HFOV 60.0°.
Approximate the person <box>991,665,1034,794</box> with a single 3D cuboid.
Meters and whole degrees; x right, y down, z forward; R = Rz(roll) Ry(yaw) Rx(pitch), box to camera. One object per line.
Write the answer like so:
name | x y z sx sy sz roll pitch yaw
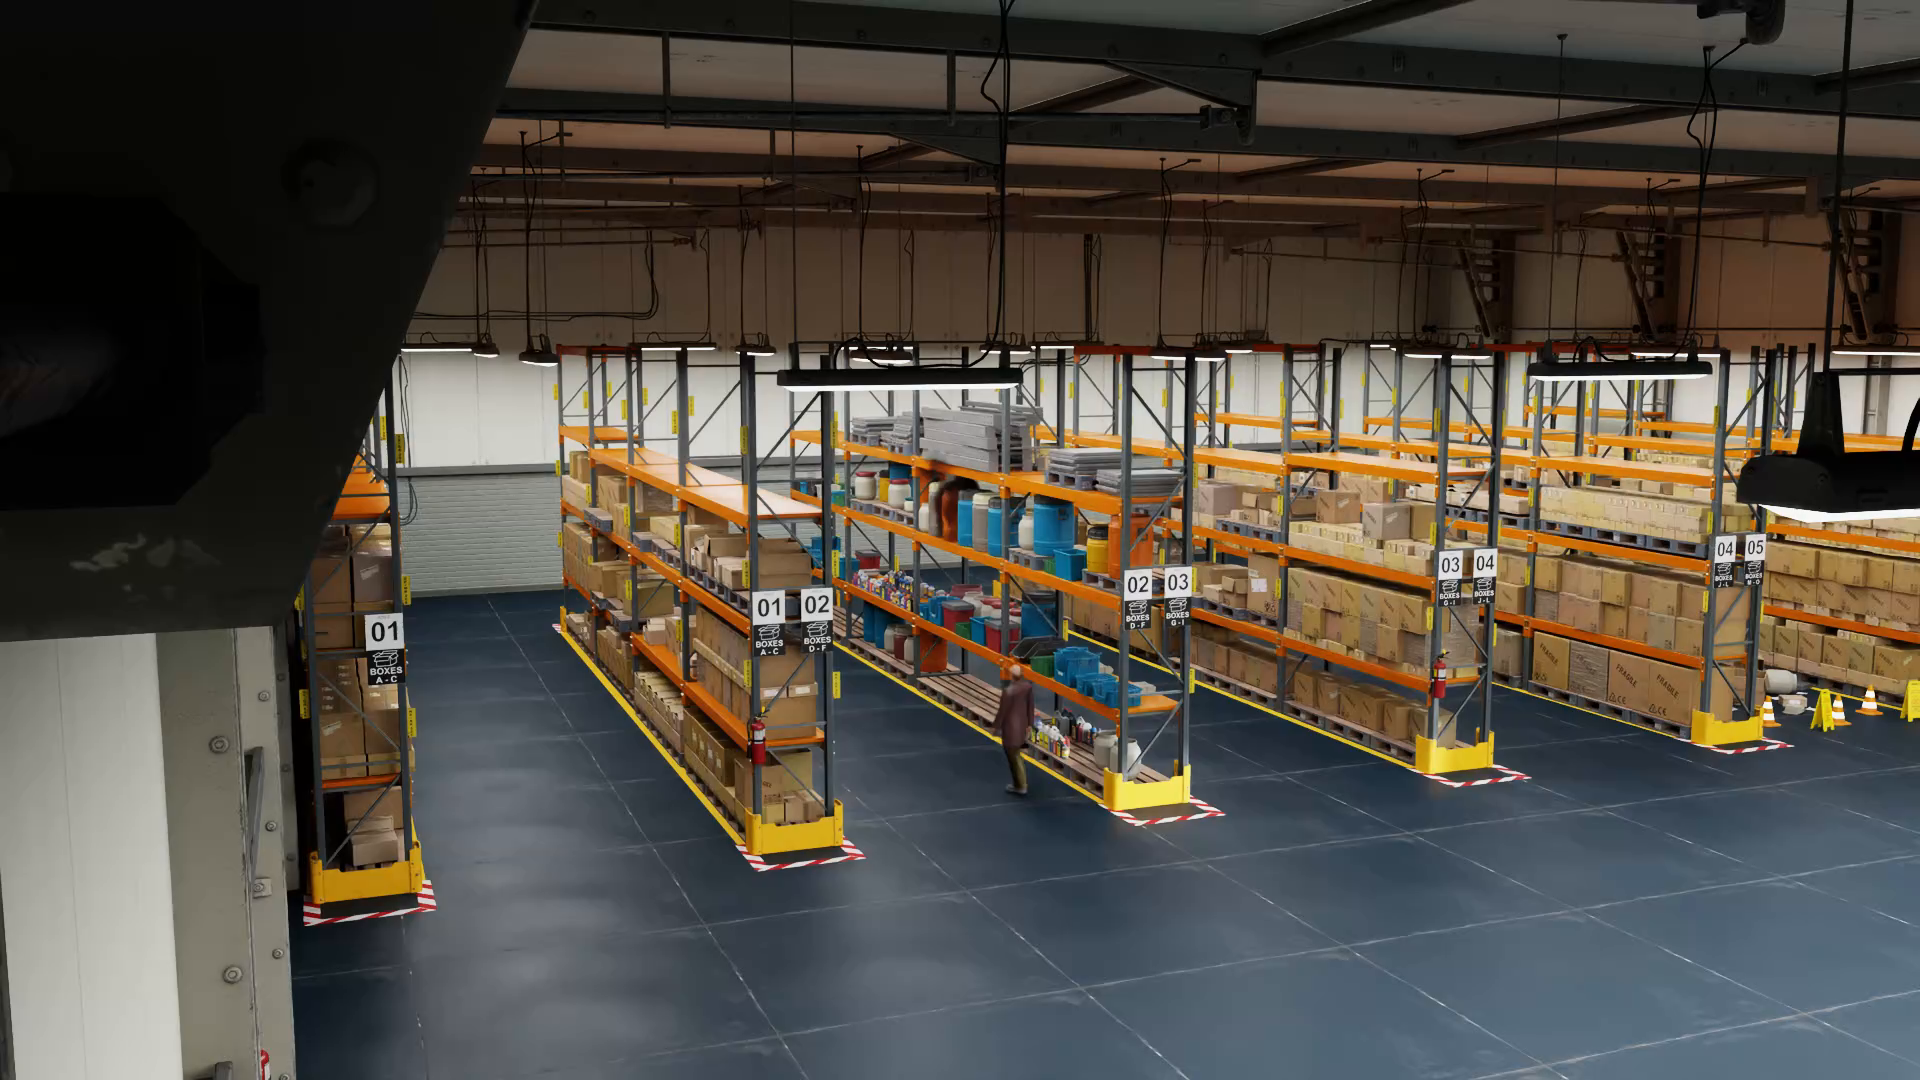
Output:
person | 0.719 2.589 22.679 0.516 1.827 0.571 5 9 35
